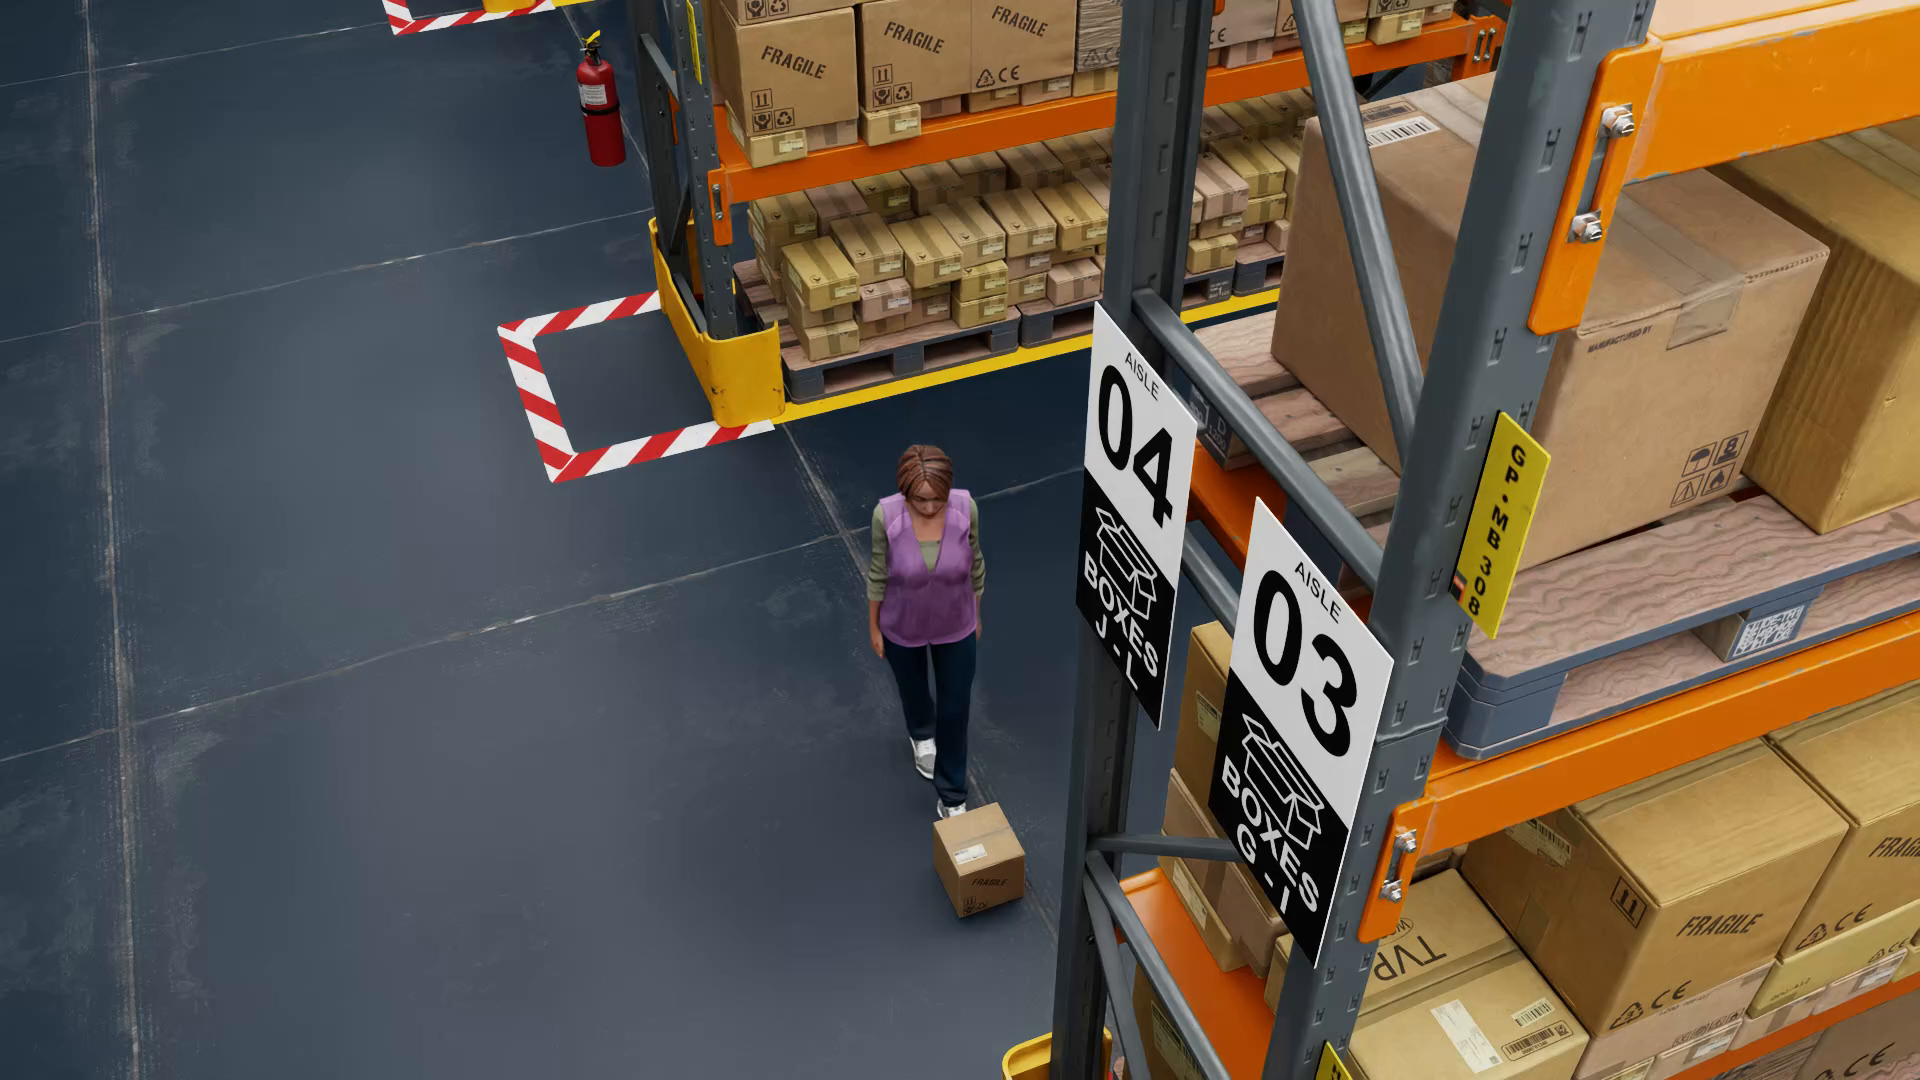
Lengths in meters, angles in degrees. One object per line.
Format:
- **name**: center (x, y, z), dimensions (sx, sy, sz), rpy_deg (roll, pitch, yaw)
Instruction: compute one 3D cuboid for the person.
- **person**: center (-0.108, 0.369, 5.760), dimensions (0.413, 1.577, 0.667), rpy_deg (-2, 42, -3)
